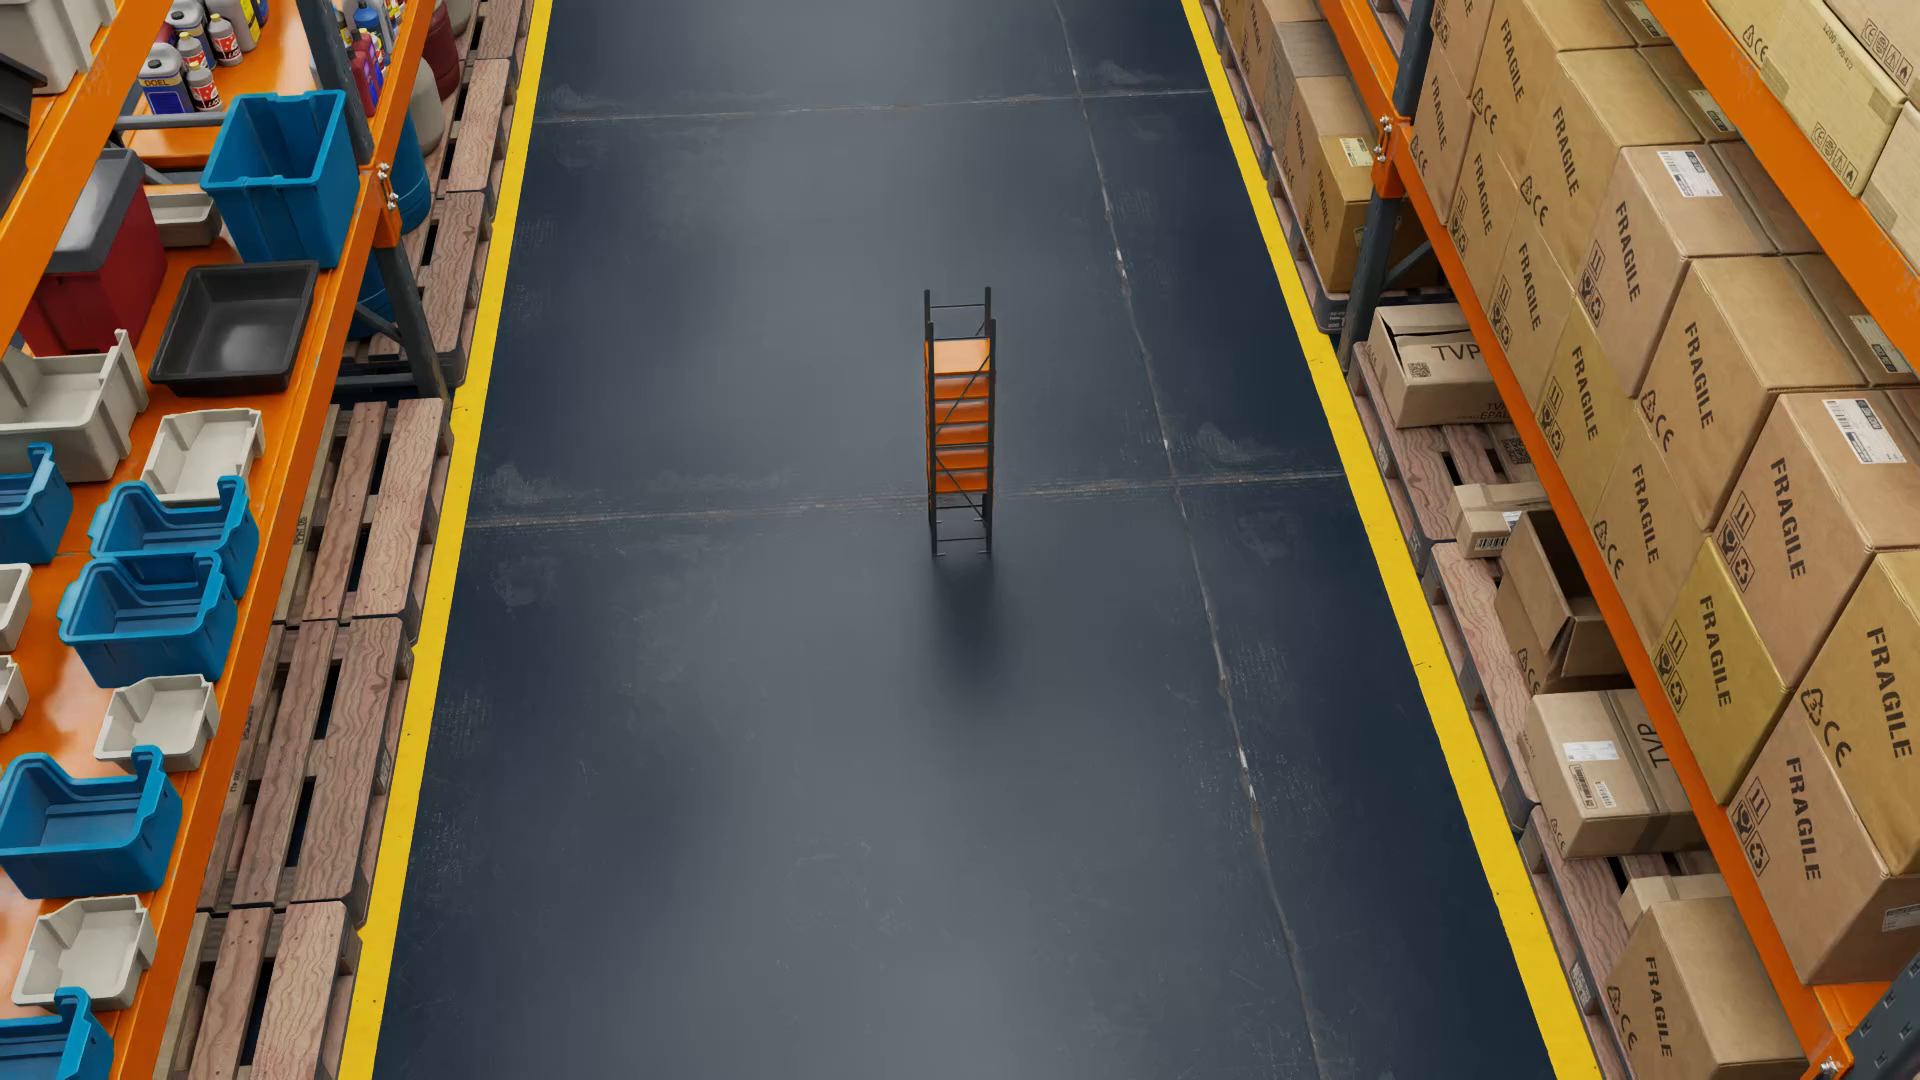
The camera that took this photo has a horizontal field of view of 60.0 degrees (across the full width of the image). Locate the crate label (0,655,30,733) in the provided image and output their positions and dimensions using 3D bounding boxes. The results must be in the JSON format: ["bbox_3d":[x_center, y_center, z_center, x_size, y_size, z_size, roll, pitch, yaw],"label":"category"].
[{"bbox_3d":[-2.699,0.423,4.424,0.396,0.136,0.243,-3,47,-3],"label":"crate label"}]

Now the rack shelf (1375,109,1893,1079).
[{"bbox_3d":[2.376,-0.156,5.327,1.077,0.370,4.000,-3,47,-3],"label":"rack shelf"}]

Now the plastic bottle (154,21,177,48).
[{"bbox_3d":[-3.147,-1.942,6.603,0.061,0.283,0.133,-3,47,-3],"label":"plastic bottle"}]

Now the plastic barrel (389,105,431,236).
[{"bbox_3d":[-2.815,-1.882,7.622,0.600,0.901,0.708,-3,47,-3],"label":"plastic barrel"}]

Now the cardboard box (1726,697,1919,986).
[{"bbox_3d":[2.235,0.702,3.950,0.500,0.500,0.500,-2,47,-2],"label":"cardboard box"}]

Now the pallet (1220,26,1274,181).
[{"bbox_3d":[1.998,-2.362,8.842,1.003,0.211,1.213,-3,47,-3],"label":"pallet"}]

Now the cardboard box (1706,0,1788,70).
[{"bbox_3d":[2.126,-1.378,4.026,0.500,0.250,0.500,-3,47,-3],"label":"cardboard box"}]

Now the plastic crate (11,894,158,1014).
[{"bbox_3d":[-2.030,0.977,3.899,0.250,0.136,0.298,-3,47,-3],"label":"plastic crate"}]

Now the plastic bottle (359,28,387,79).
[{"bbox_3d":[-2.372,-1.954,6.671,0.097,0.201,0.097,0,47,0],"label":"plastic bottle"}]

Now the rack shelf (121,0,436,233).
[{"bbox_3d":[-2.895,-2.751,7.785,1.077,0.370,4.000,-3,47,-3],"label":"rack shelf"}]

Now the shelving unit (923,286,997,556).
[{"bbox_3d":[-0.001,-0.423,6.324,0.258,1.200,0.189,-3,47,-3],"label":"shelving unit"}]

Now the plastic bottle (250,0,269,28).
[{"bbox_3d":[-3.002,-2.323,6.918,0.144,0.351,0.185,-3,47,-3],"label":"plastic bottle"}]

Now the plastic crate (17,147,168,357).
[{"bbox_3d":[-2.903,-0.933,5.482,0.402,0.464,0.583,-3,47,-3],"label":"plastic crate"}]

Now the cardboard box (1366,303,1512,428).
[{"bbox_3d":[2.028,-0.760,6.953,0.500,0.311,0.500,-3,47,-3],"label":"cardboard box"}]

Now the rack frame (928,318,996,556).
[{"bbox_3d":[0.006,-0.357,6.262,0.240,1.200,0.006,-3,47,-3],"label":"rack frame"}]

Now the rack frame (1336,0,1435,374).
[{"bbox_3d":[2.209,-1.850,6.436,1.000,3.000,0.127,-3,47,-3],"label":"rack frame"}]

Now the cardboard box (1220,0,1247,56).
[{"bbox_3d":[1.714,-2.948,8.894,0.500,0.500,0.500,-4,47,-4],"label":"cardboard box"}]

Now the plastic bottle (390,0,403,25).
[{"bbox_3d":[-2.408,-2.262,6.963,0.097,0.201,0.097,0,47,0],"label":"plastic bottle"}]

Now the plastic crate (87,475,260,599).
[{"bbox_3d":[-2.221,0.011,4.748,0.416,0.233,0.300,-3,47,-3],"label":"plastic crate"}]

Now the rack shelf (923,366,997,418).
[{"bbox_3d":[-0.001,-0.558,6.182,0.258,0.103,0.180,-3,47,-3],"label":"rack shelf"}]

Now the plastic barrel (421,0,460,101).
[{"bbox_3d":[-2.910,-2.591,8.510,0.600,0.588,0.708,-3,47,-3],"label":"plastic barrel"}]

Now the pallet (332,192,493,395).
[{"bbox_3d":[-2.751,-1.154,7.697,1.003,0.211,1.213,-3,47,-3],"label":"pallet"}]

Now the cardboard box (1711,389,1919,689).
[{"bbox_3d":[2.189,-0.005,3.931,0.500,0.500,0.500,-2,47,-2],"label":"cardboard box"}]

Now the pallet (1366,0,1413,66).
[{"bbox_3d":[2.251,-2.369,7.060,1.003,0.211,1.213,-3,47,-3],"label":"pallet"}]

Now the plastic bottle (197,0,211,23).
[{"bbox_3d":[-3.131,-2.180,6.783,0.144,0.351,0.185,-3,47,-3],"label":"plastic bottle"}]

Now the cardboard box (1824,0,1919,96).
[{"bbox_3d":[2.166,-1.188,3.502,0.500,0.250,0.500,-3,47,-3],"label":"cardboard box"}]

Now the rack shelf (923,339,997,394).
[{"bbox_3d":[-0.001,-0.640,6.095,0.258,0.103,0.180,-3,47,-3],"label":"rack shelf"}]

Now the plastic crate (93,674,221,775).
[{"bbox_3d":[-2.086,0.486,4.364,0.250,0.136,0.298,-3,47,-3],"label":"plastic crate"}]

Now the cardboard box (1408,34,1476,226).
[{"bbox_3d":[1.980,-1.499,6.035,0.500,0.500,0.500,-2,47,-2],"label":"cardboard box"}]

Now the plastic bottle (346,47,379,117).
[{"bbox_3d":[-2.333,-1.803,6.472,0.061,0.283,0.133,-3,47,-3],"label":"plastic bottle"}]

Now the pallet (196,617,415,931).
[{"bbox_3d":[-2.522,0.821,5.827,1.003,0.211,1.213,-3,47,-3],"label":"pallet"}]

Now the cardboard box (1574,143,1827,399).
[{"bbox_3d":[2.098,-0.752,4.638,0.500,0.500,0.500,-2,47,-2],"label":"cardboard box"}]

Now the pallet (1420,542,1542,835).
[{"bbox_3d":[2.371,0.490,6.140,1.003,0.211,1.213,-3,47,-3],"label":"pallet"}]

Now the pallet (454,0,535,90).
[{"bbox_3d":[-2.955,-2.919,9.369,1.003,0.211,1.213,-3,47,-3],"label":"pallet"}]

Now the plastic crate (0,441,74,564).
[{"bbox_3d":[-2.820,-0.091,4.844,0.416,0.233,0.300,-3,47,-3],"label":"plastic crate"}]

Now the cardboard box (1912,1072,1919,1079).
[{"bbox_3d":[2.851,1.549,4.877,0.380,0.149,0.250,-3,47,-3],"label":"cardboard box"}]

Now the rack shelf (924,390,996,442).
[{"bbox_3d":[-0.001,-0.475,6.269,0.258,0.103,0.180,-3,47,-3],"label":"rack shelf"}]

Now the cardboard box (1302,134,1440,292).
[{"bbox_3d":[1.882,-1.482,7.506,0.500,0.500,0.500,-4,47,-4],"label":"cardboard box"}]

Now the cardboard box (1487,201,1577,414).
[{"bbox_3d":[2.066,-0.767,5.341,0.500,0.500,0.500,-4,47,-4],"label":"cardboard box"}]

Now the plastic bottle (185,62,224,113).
[{"bbox_3d":[-2.960,-1.770,6.497,0.097,0.201,0.097,0,47,0],"label":"plastic bottle"}]

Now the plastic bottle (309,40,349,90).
[{"bbox_3d":[-2.437,-1.838,6.459,0.144,0.351,0.185,-3,47,-3],"label":"plastic bottle"}]

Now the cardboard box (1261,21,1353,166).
[{"bbox_3d":[1.807,-2.203,8.189,0.500,0.500,0.500,-3,47,-3],"label":"cardboard box"}]

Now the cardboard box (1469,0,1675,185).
[{"bbox_3d":[2.012,-1.497,5.344,0.500,0.500,0.500,-5,47,-5],"label":"cardboard box"}]

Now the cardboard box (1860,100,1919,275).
[{"bbox_3d":[2.207,-0.654,3.341,0.500,0.250,0.500,-3,47,-3],"label":"cardboard box"}]

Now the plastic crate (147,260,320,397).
[{"bbox_3d":[-2.366,-0.684,5.480,0.437,0.125,0.590,-3,47,-3],"label":"plastic crate"}]

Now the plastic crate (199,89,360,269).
[{"bbox_3d":[-2.349,-1.250,5.837,0.392,0.384,0.575,-3,47,-3],"label":"plastic crate"}]

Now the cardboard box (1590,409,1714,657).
[{"bbox_3d":[2.152,-0.034,4.648,0.500,0.500,0.500,-3,47,-3],"label":"cardboard box"}]

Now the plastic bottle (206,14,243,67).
[{"bbox_3d":[-2.990,-2.034,6.748,0.097,0.201,0.097,0,47,0],"label":"plastic bottle"}]

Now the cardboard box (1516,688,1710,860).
[{"bbox_3d":[2.203,0.771,5.545,0.500,0.250,0.500,-3,47,-3],"label":"cardboard box"}]

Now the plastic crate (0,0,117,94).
[{"bbox_3d":[-2.271,-1.271,3.903,0.437,0.282,0.530,-3,47,-3],"label":"plastic crate"}]

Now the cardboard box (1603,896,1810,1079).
[{"bbox_3d":[2.253,1.374,4.802,0.500,0.500,0.500,-3,47,-3],"label":"cardboard box"}]

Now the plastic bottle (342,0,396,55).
[{"bbox_3d":[-2.417,-2.132,6.789,0.152,0.276,0.135,-3,47,-3],"label":"plastic bottle"}]
